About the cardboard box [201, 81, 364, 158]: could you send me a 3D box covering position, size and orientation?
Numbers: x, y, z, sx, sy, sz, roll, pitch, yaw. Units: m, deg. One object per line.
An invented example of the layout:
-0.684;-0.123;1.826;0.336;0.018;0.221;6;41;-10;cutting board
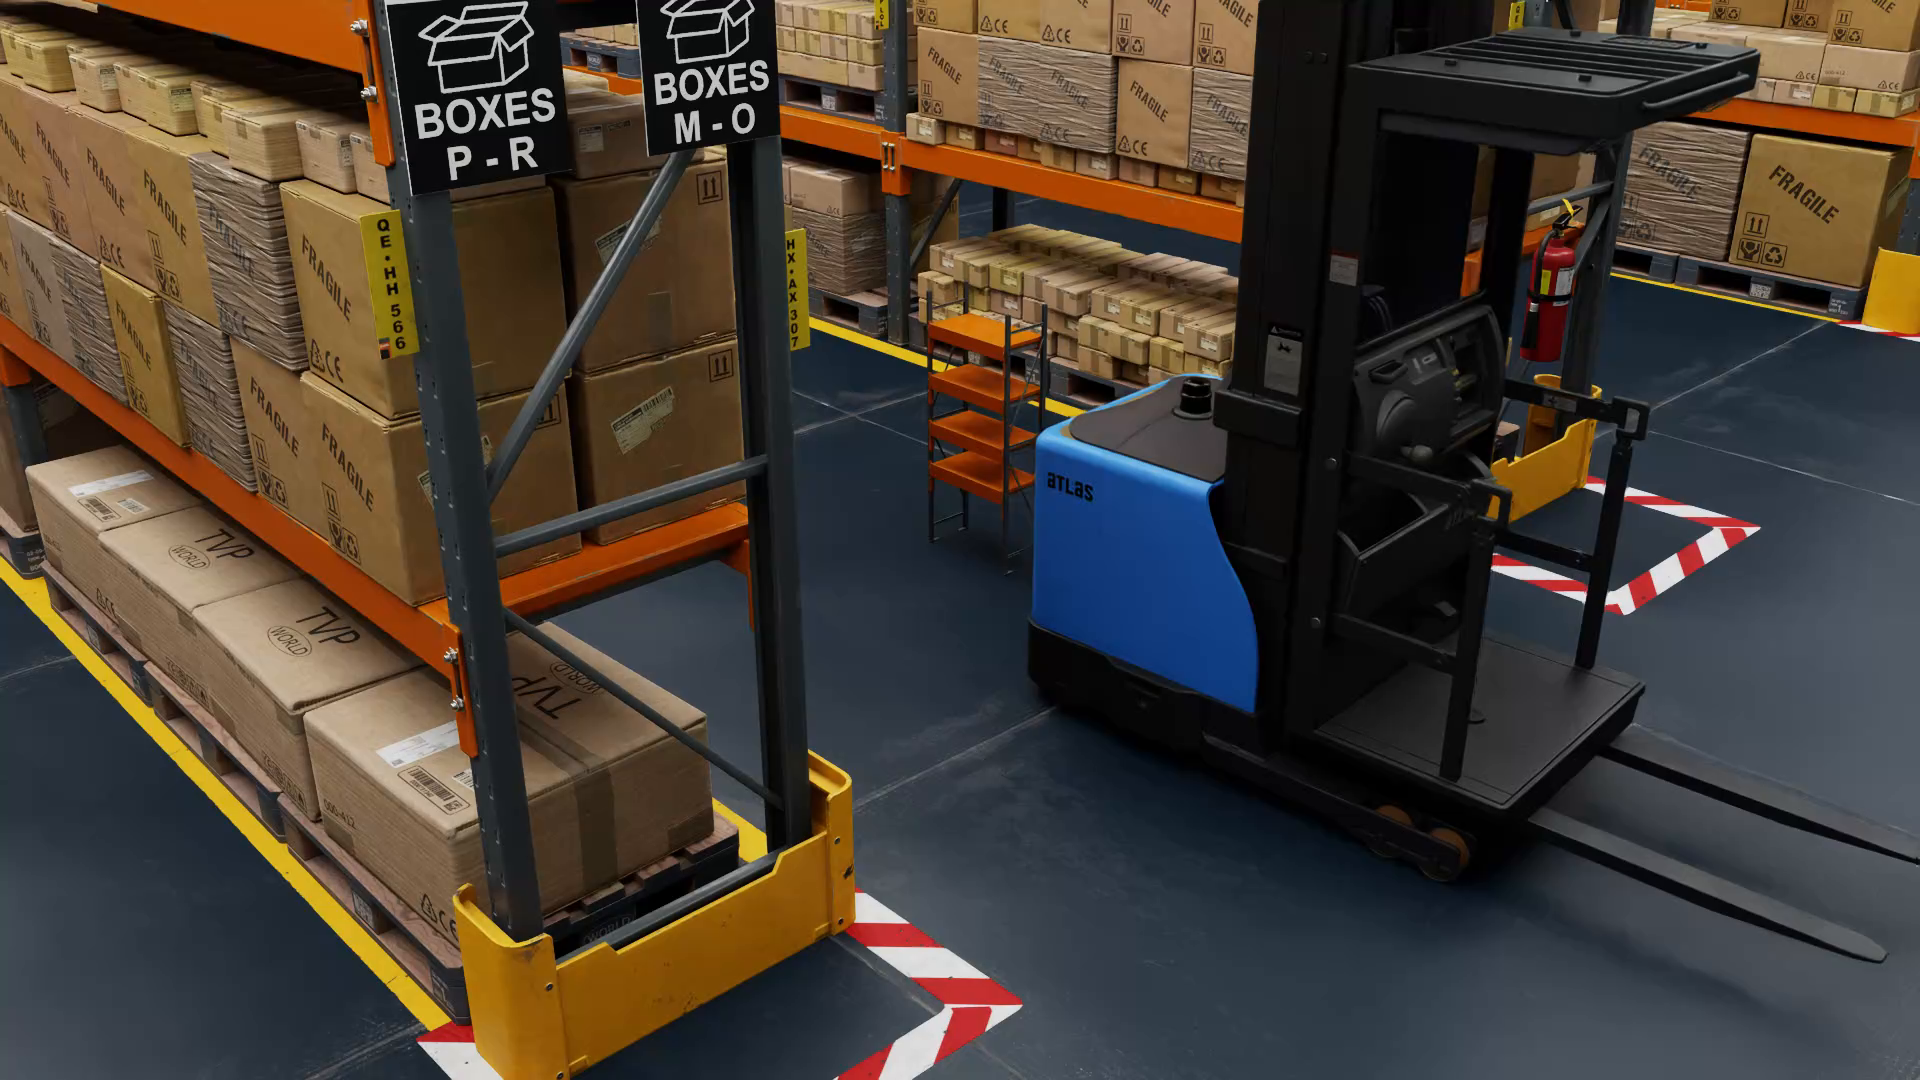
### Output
-1.820;-1.141;4.530;0.380;0.149;0.250;-20;31;-37;cardboard box

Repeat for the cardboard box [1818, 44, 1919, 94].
5.852;-3.031;10.602;0.500;0.250;0.500;-22;32;-39;cardboard box

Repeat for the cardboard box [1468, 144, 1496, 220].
2.192;-1.760;7.514;0.500;0.500;0.500;-20;32;-37;cardboard box

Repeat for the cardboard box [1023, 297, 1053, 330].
0.581;-1.359;9.685;0.250;0.149;0.380;22;32;39;cardboard box

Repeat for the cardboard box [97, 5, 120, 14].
-3.048;-1.975;6.358;0.380;0.149;0.250;-20;31;-37;cardboard box

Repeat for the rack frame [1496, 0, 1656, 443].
2.687;-1.516;7.459;1.000;3.000;0.127;-21;32;-38;rack frame

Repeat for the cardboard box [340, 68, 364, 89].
-1.634;-1.372;5.037;0.380;0.149;0.250;-21;32;-38;cardboard box

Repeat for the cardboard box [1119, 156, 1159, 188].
1.060;-1.981;8.782;0.380;0.149;0.250;-20;31;-37;cardboard box

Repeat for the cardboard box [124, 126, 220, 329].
-2.075;-0.961;4.916;0.500;0.500;0.500;-21;32;-39;cardboard box

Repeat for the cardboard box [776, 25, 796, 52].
-1.002;-3.241;10.679;0.380;0.149;0.250;-23;33;-40;cardboard box

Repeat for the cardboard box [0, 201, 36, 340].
-3.462;-1.122;6.474;0.500;0.500;0.500;-20;31;-37;cardboard box

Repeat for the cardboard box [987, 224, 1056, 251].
0.386;-1.858;10.422;0.380;0.149;0.250;-20;31;-37;cardboard box

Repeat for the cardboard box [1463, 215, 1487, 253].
2.258;-1.420;7.551;0.380;0.149;0.250;-21;32;-38;cardboard box

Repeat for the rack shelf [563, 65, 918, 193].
-1.414;-3.006;11.592;1.077;0.370;4.000;-21;32;-38;rack shelf

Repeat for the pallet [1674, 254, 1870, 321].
5.773;-1.844;11.537;1.003;0.211;1.213;-21;32;-38;pallet

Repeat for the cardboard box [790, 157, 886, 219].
-0.741;-2.277;10.728;0.500;0.250;0.500;-22;33;-40;cardboard box

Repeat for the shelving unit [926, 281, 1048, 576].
0.113;-0.496;7.391;0.258;1.200;0.503;-21;32;-38;shelving unit

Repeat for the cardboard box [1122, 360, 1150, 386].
1.119;-0.981;9.215;0.380;0.149;0.250;-20;31;-37;cardboard box

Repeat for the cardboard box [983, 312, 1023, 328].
0.357;-1.279;9.868;0.380;0.149;0.250;-21;32;-39;cardboard box

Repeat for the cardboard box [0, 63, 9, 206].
-3.443;-1.580;6.275;0.500;0.500;0.500;-21;32;-38;cardboard box

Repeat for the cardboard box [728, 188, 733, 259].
-1.435;-2.246;11.566;0.500;0.500;0.500;-22;33;-40;cardboard box

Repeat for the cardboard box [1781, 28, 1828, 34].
5.885;-3.337;11.273;0.500;0.250;0.500;-22;32;-39;cardboard box

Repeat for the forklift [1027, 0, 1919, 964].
1.684;-0.482;5.274;3.031;2.935;1.130;21;32;38;forklift

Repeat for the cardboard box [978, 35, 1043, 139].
0.451;-2.539;9.223;0.500;0.500;0.500;-21;32;-38;cardboard box

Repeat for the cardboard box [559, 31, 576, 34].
-3.285;-4.045;12.883;0.500;0.500;0.500;-21;32;-38;cardboard box

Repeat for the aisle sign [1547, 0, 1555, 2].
2.518;-2.591;6.684;0.394;0.787;0.004;-21;32;-38;aisle sign

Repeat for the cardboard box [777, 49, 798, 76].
-0.981;-3.099;10.726;0.250;0.149;0.380;22;32;39;cardboard box

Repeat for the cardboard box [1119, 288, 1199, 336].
1.087;-1.248;9.085;0.380;0.149;0.250;-21;32;-38;cardboard box

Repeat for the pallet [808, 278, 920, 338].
-0.580;-1.694;11.210;1.003;0.211;1.213;-21;32;-38;pallet

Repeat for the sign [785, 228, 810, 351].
-0.448;-0.666;4.458;0.100;0.325;0.005;-21;32;-38;sign

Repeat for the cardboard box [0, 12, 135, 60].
-3.173;-1.780;5.932;0.380;0.149;0.250;-22;32;-39;cardboard box

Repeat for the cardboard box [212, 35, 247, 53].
-2.321;-1.680;5.712;0.380;0.149;0.250;-22;33;-39;cardboard box

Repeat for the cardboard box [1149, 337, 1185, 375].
1.236;-1.017;8.936;0.380;0.149;0.250;-19;31;-36;cardboard box

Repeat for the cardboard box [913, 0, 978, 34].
0.083;-3.158;9.374;0.500;0.500;0.500;-20;31;-37;cardboard box

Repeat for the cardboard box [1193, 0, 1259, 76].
1.484;-2.528;7.994;0.500;0.500;0.500;-19;31;-36;cardboard box

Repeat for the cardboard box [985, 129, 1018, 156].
0.359;-2.312;9.506;0.250;0.149;0.380;22;33;39;cardboard box

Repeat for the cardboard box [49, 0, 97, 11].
-4.050;-2.154;7.533;0.500;0.500;0.500;-21;32;-39;cardboard box

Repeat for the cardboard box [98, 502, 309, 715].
-2.628;0.174;6.336;0.875;0.438;0.875;-22;33;-40;cardboard box

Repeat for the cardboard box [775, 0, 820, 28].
-1.003;-3.381;10.627;0.380;0.149;0.250;-21;32;-39;cardboard box

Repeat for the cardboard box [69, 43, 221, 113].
-2.538;-1.452;5.213;0.380;0.149;0.250;-21;32;-38;cardboard box

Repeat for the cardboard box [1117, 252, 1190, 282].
1.138;-1.562;9.772;0.250;0.149;0.380;22;32;39;cardboard box

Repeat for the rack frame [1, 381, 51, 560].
-3.591;-1.293;6.970;1.000;3.000;0.127;-21;32;-38;rack frame

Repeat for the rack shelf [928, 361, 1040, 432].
0.113;-0.638;7.326;0.258;0.148;0.480;-21;32;-38;rack shelf

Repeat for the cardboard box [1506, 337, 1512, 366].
2.577;-0.936;8.399;0.250;0.149;0.380;22;32;39;cardboard box

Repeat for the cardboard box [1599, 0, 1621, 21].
4.473;-3.987;11.794;0.500;0.500;0.500;-22;33;-40;cardboard box

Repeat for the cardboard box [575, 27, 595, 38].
-2.623;-3.823;12.314;0.380;0.149;0.250;-22;32;-39;cardboard box

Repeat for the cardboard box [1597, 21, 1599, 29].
4.467;-3.647;11.953;0.500;0.250;0.500;-20;31;-37;cardboard box

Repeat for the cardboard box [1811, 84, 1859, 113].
5.714;-2.871;10.731;0.380;0.149;0.250;-21;32;-38;cardboard box

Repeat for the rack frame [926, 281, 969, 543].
-0.054;-0.570;7.553;0.240;1.200;0.015;-21;32;-38;rack frame

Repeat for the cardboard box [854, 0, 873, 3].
-0.518;-3.562;11.025;0.380;0.149;0.250;-22;32;-39;cardboard box

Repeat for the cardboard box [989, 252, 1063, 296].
0.391;-1.566;9.781;0.380;0.149;0.250;-22;32;-39;cardboard box

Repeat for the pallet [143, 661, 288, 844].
-2.291;0.598;6.184;1.003;0.211;1.213;-21;32;-38;pallet

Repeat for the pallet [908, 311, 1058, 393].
0.438;-1.266;10.270;1.003;0.211;1.213;-21;32;-38;pallet

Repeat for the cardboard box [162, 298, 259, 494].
-2.071;-0.507;5.126;0.500;0.500;0.500;-20;31;-37;cardboard box
